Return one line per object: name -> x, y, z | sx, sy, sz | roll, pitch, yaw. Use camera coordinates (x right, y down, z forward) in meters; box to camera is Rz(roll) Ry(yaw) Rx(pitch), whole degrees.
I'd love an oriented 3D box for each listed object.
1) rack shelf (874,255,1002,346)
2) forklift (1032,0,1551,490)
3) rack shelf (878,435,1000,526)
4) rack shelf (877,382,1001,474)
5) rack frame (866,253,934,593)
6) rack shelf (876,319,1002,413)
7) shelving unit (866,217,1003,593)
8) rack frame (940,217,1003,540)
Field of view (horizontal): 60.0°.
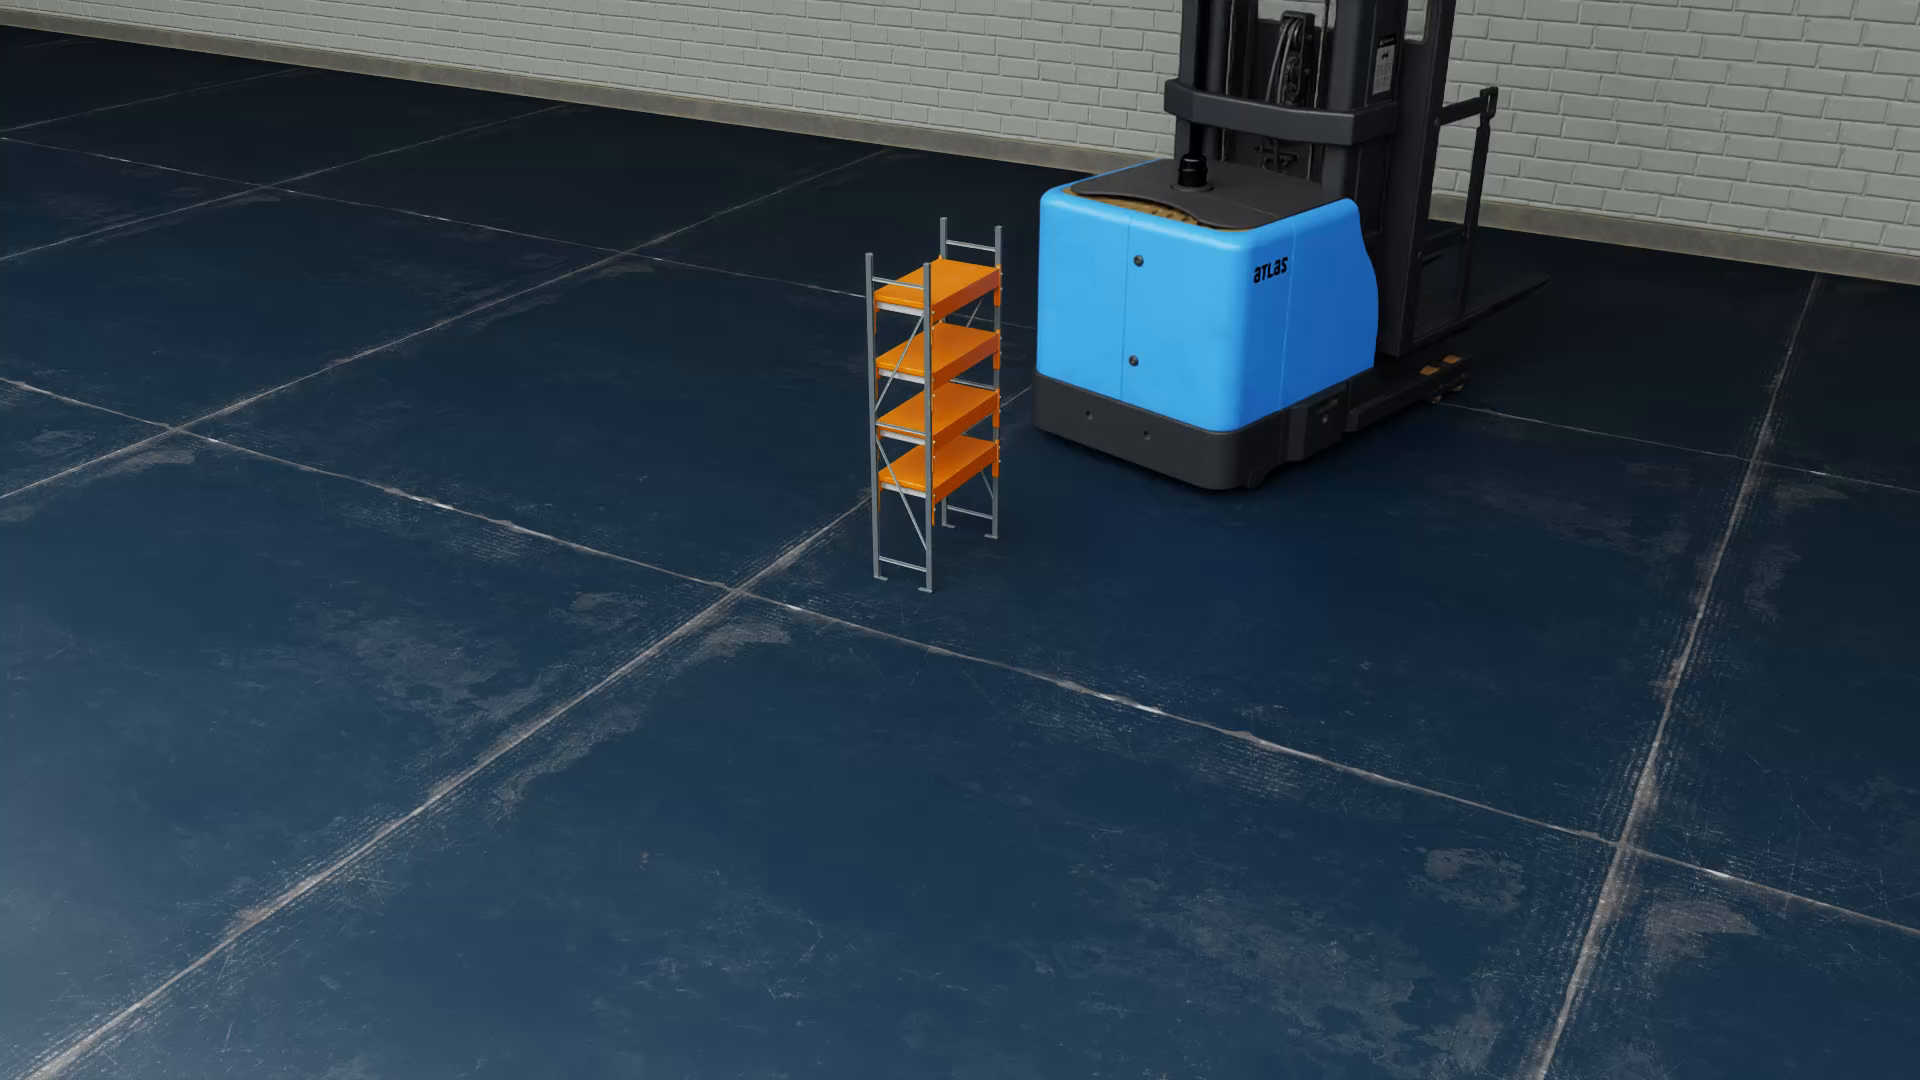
rack shelf -> -0.081, -0.823, 5.677 | 0.258, 0.148, 0.480 | 14, 30, 26
forklift -> 1.697, -2.069, 7.108 | 1.130, 2.935, 3.031 | 24, 35, 39
rack shelf -> -0.081, -0.234, 5.972 | 0.258, 0.148, 0.480 | 14, 30, 26
rack shelf -> -0.081, -0.412, 5.883 | 0.258, 0.148, 0.480 | 14, 30, 26
rack frame -> -0.201, -0.377, 5.663 | 0.240, 1.200, 0.015 | 14, 30, 26
rack shelf -> -0.081, -0.612, 5.783 | 0.258, 0.148, 0.480 | 14, 30, 26
shelving unit -> -0.081, -0.472, 5.853 | 0.258, 1.200, 0.503 | 14, 30, 26
rack frame -> 0.039, -0.567, 6.043 | 0.240, 1.200, 0.015 | 14, 30, 26
